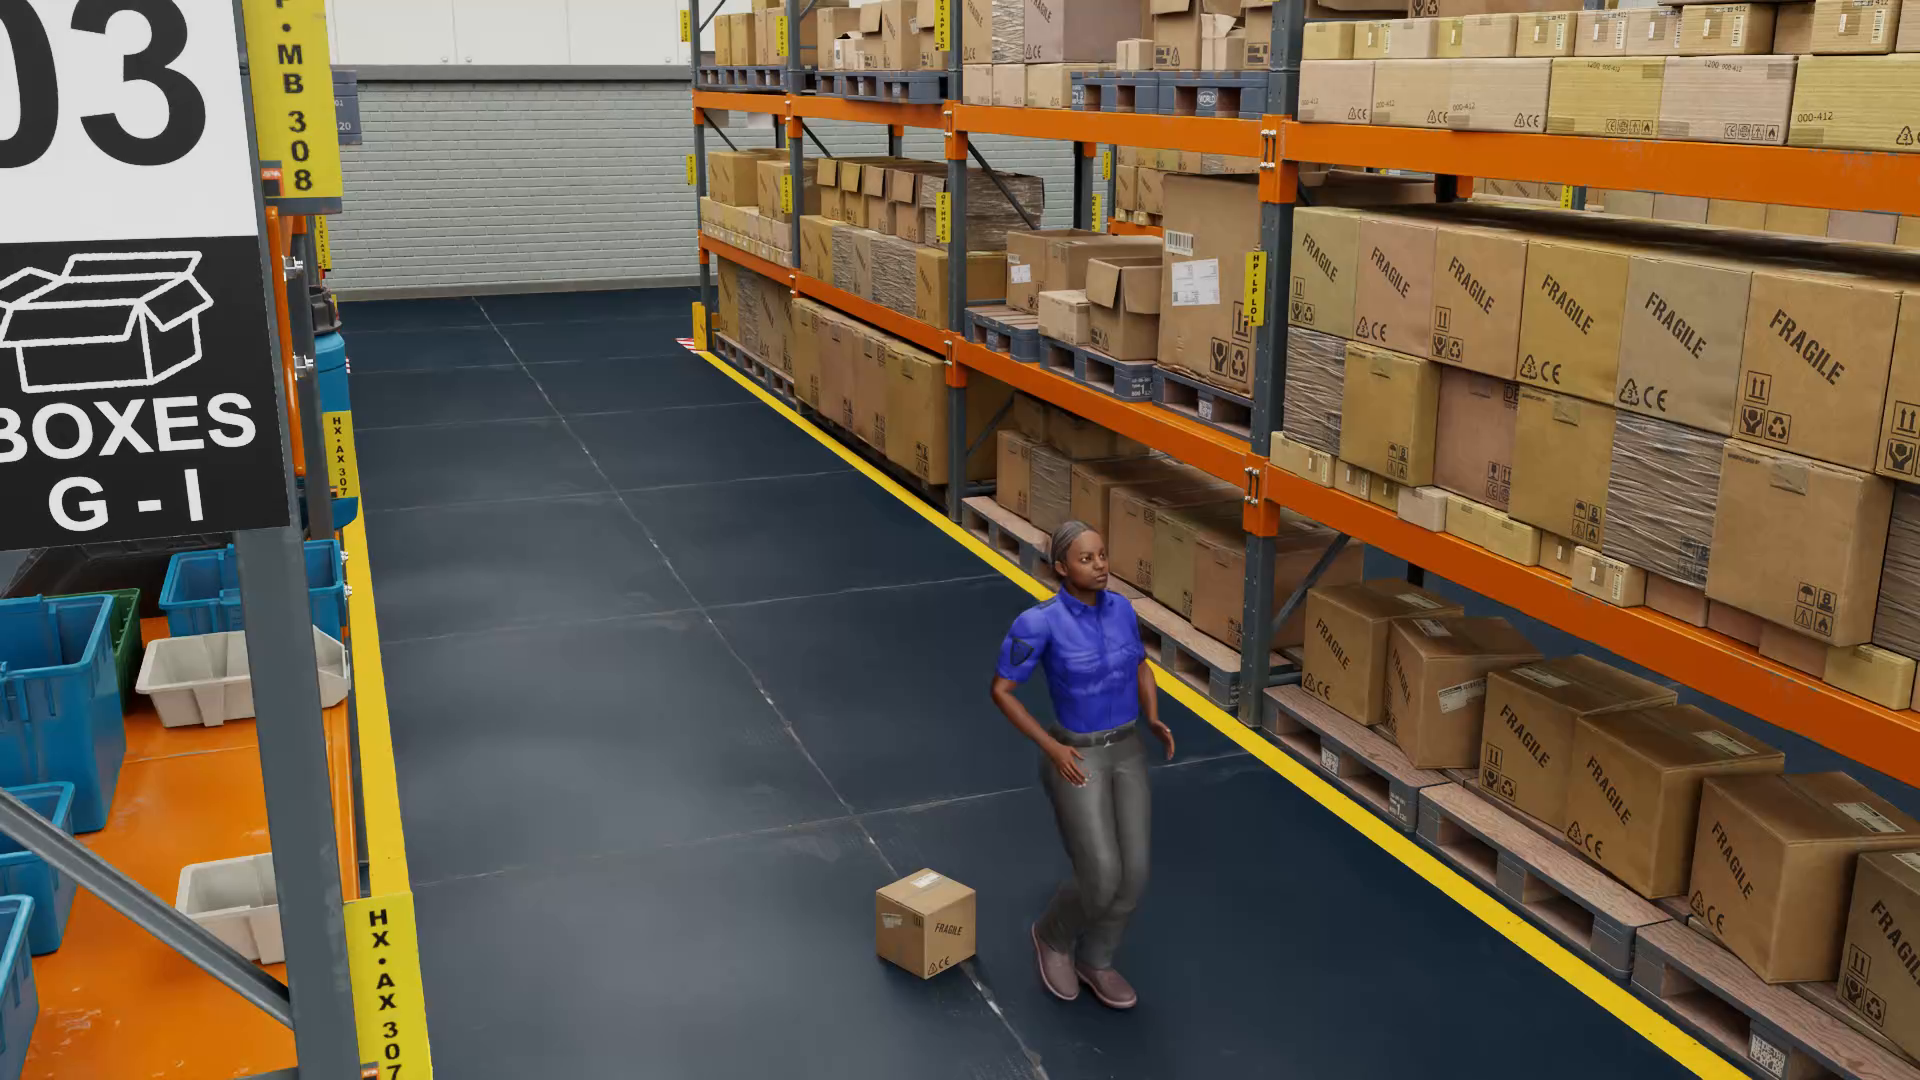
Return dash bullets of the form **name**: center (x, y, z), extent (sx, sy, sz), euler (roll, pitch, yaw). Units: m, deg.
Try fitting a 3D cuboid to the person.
- **person**: center (0.455, 0.746, 5.449), extent (0.594, 1.617, 0.476), euler (-10, 19, -33)
